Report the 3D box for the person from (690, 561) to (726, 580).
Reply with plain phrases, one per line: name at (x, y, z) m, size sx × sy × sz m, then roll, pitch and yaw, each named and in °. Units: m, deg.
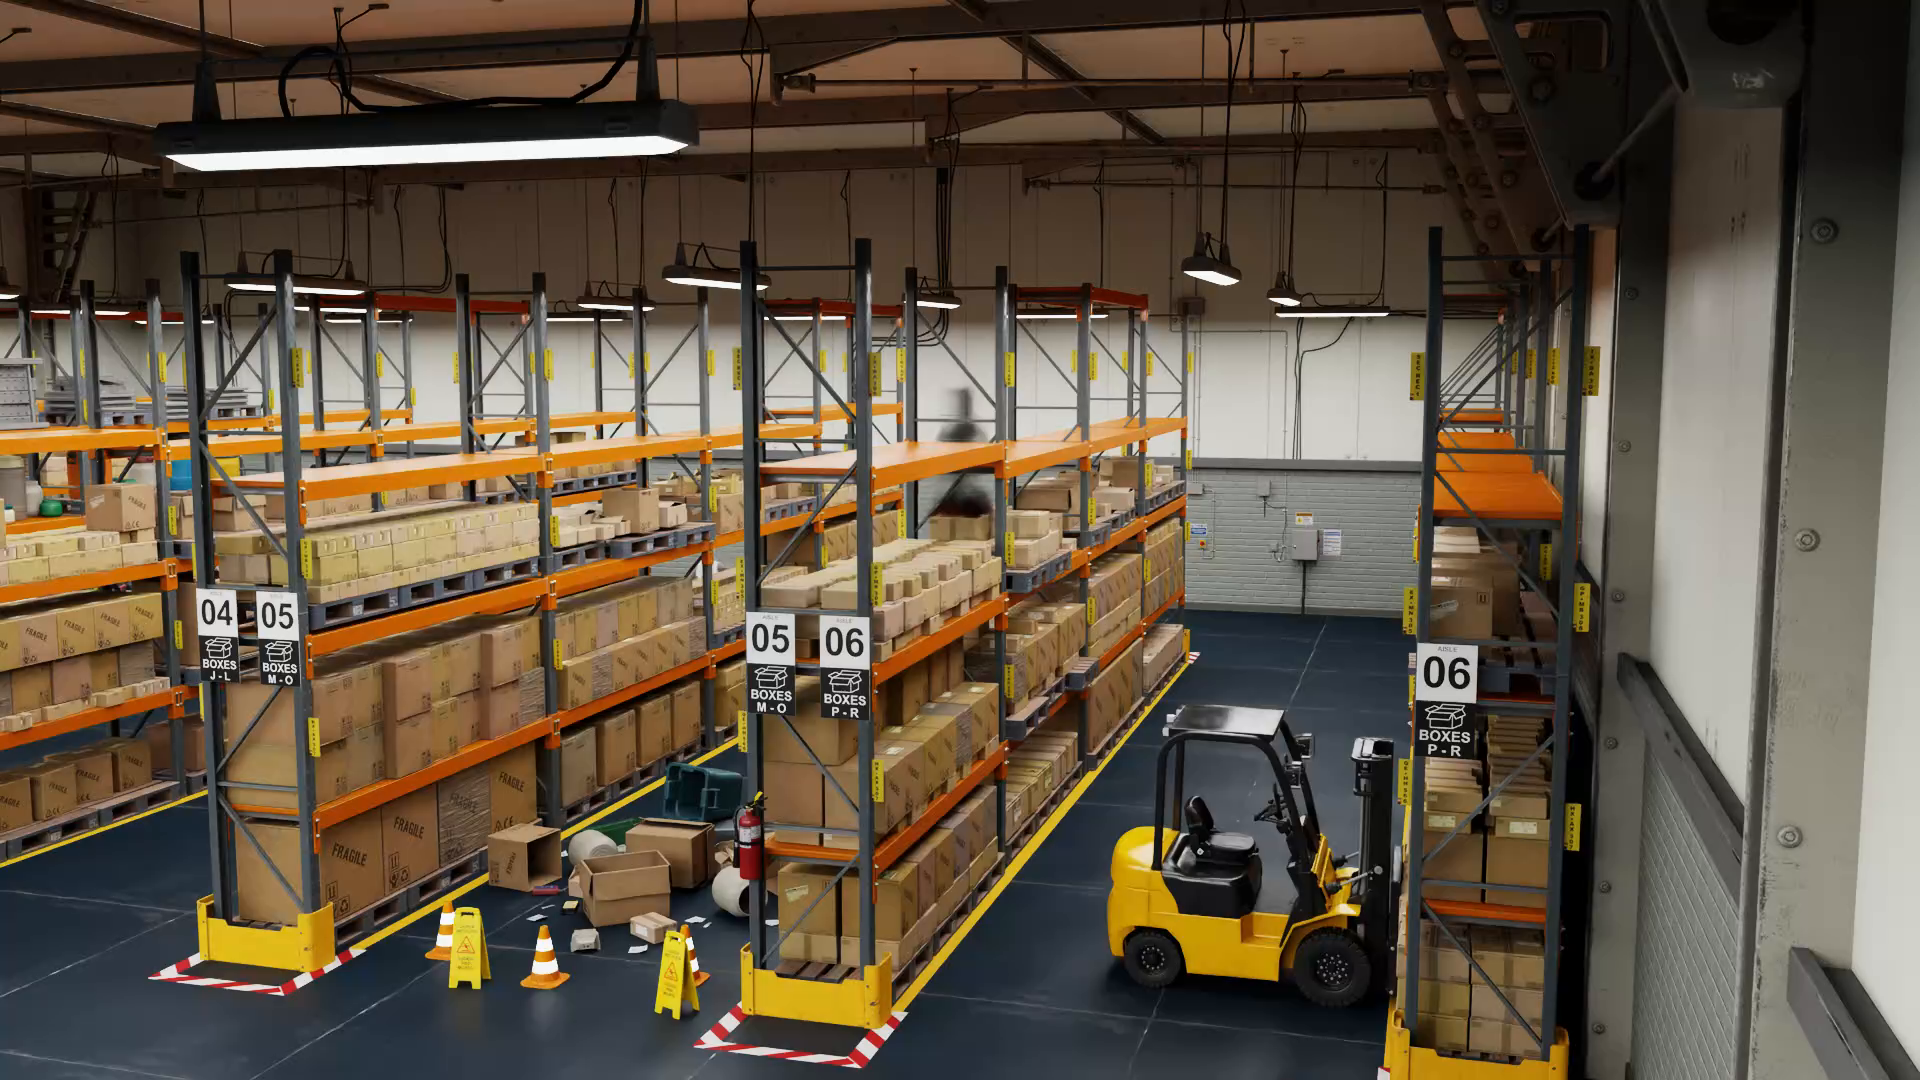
person at (-4.465, 1.002, 29.529) m, size 0.706 × 1.763 × 0.895 m, roll 1°, pitch 6°, yaw 7°
